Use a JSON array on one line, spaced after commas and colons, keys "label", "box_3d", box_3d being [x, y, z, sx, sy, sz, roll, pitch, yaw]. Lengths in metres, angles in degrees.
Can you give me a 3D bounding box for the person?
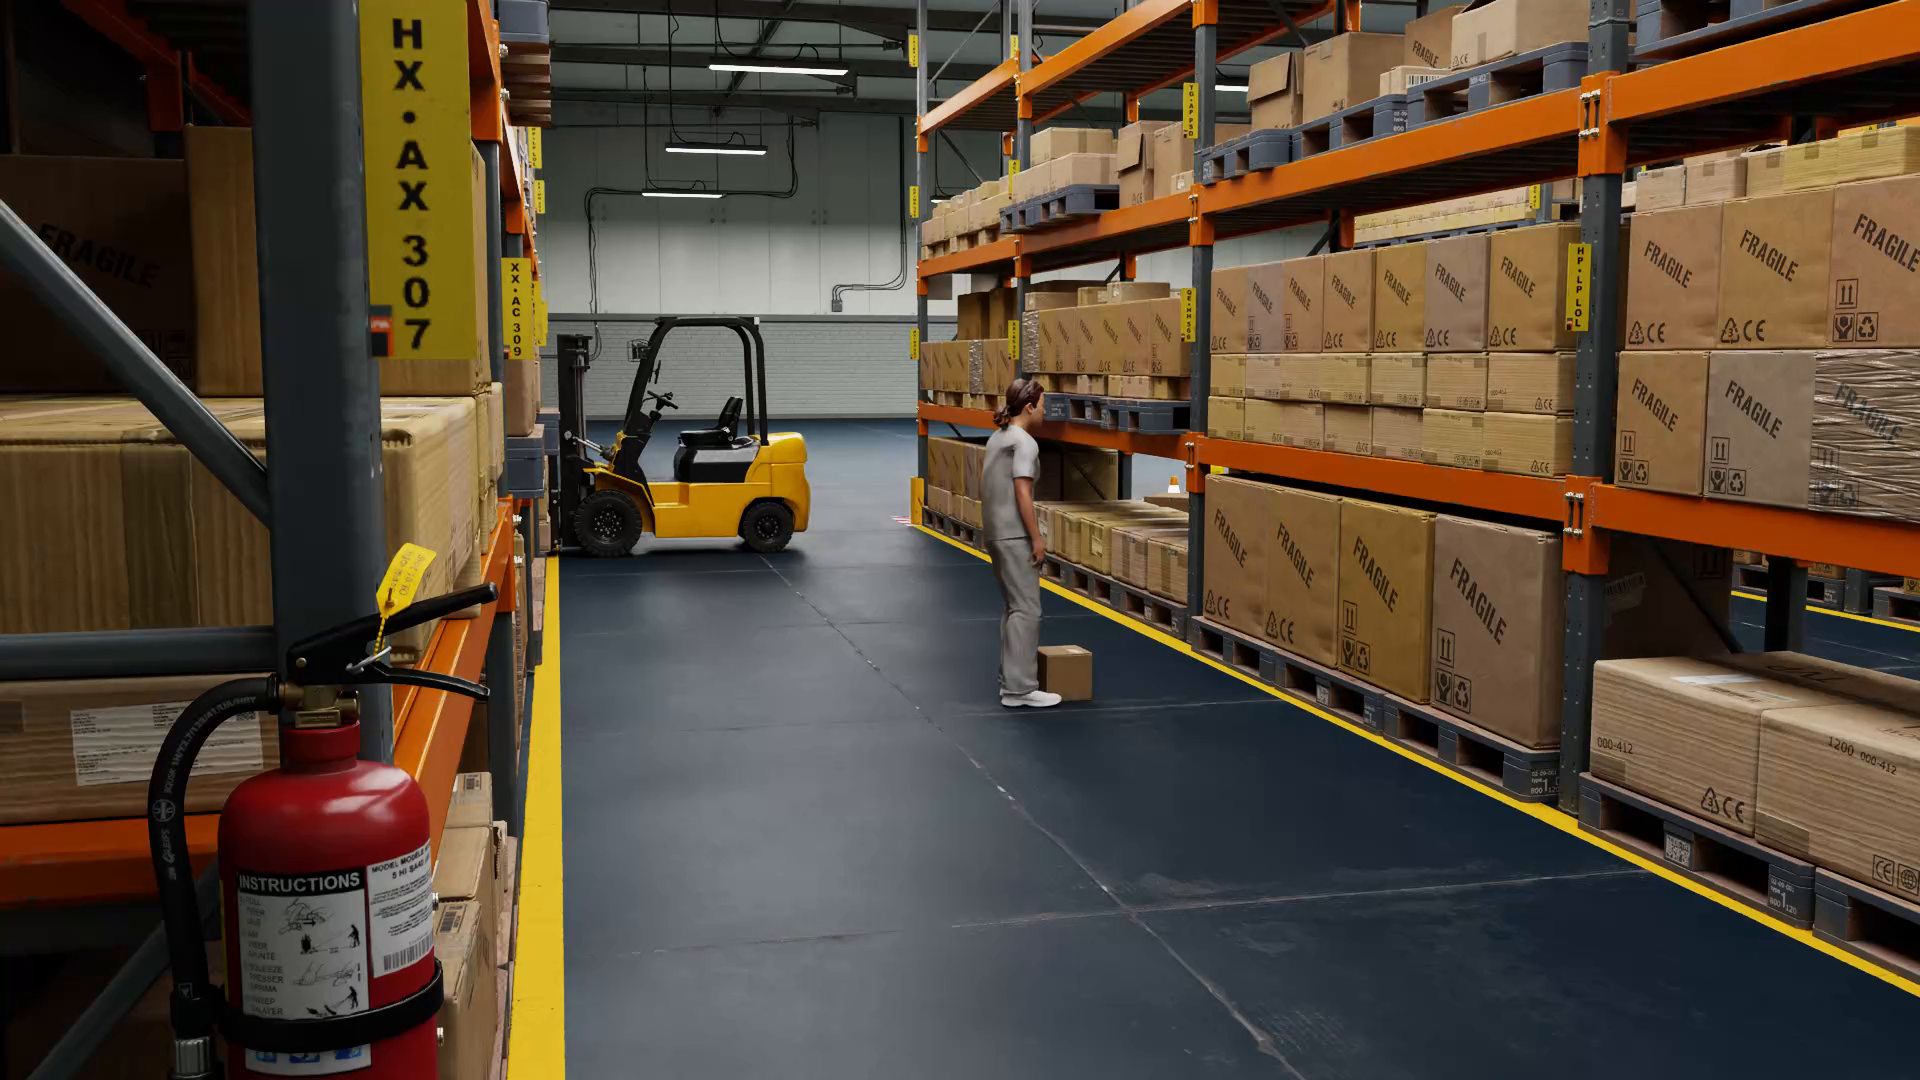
[{"label": "person", "box_3d": [0.324, 0.002, 8.625, 0.409, 1.673, 0.514, -2, 6, -17]}]
